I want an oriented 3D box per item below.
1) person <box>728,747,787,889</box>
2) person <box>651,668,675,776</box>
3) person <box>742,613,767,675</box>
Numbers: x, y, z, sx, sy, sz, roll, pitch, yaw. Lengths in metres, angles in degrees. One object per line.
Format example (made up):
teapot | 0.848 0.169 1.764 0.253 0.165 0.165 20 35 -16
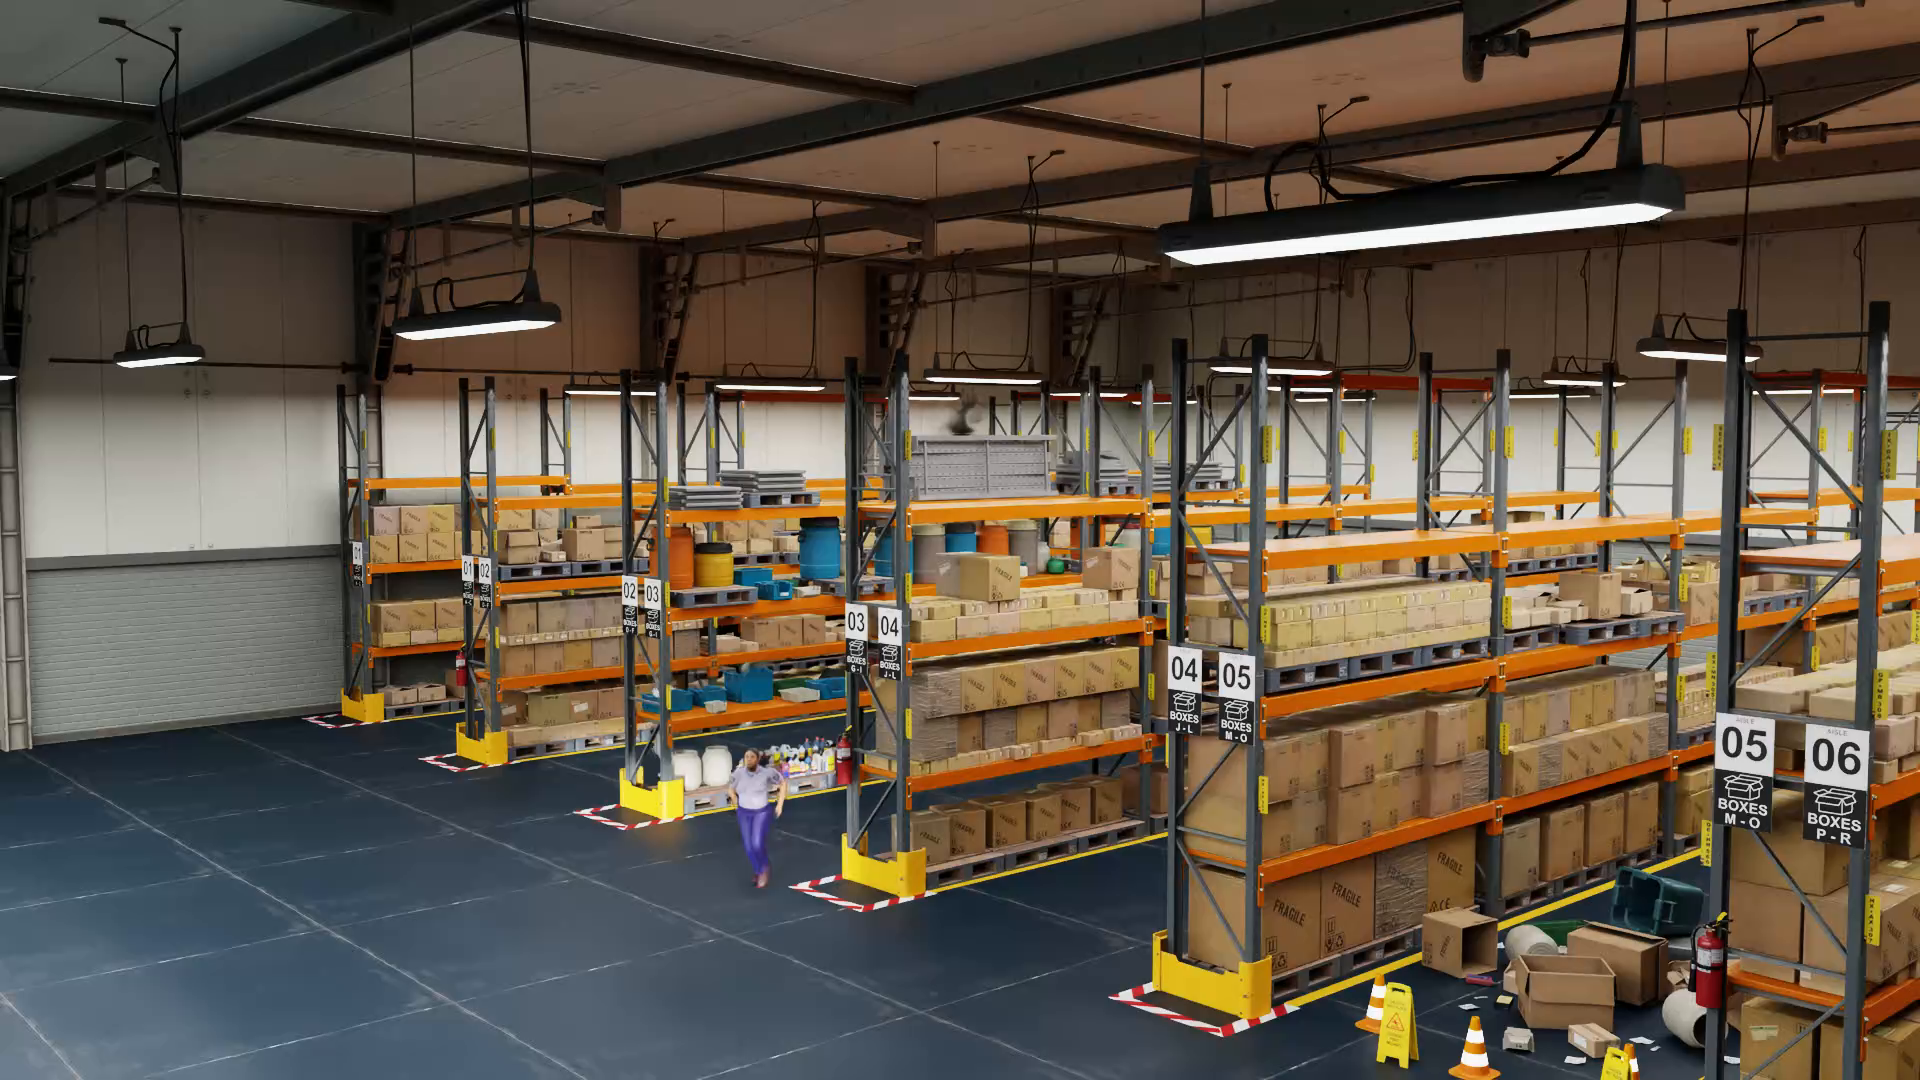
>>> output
person | -2.312 3.137 18.797 0.627 1.601 0.729 1 4 15
person | -4.441 2.707 24.633 0.658 1.646 0.550 4 5 44
person | -3.919 2.184 32.239 0.800 1.863 0.626 -4 5 -43
